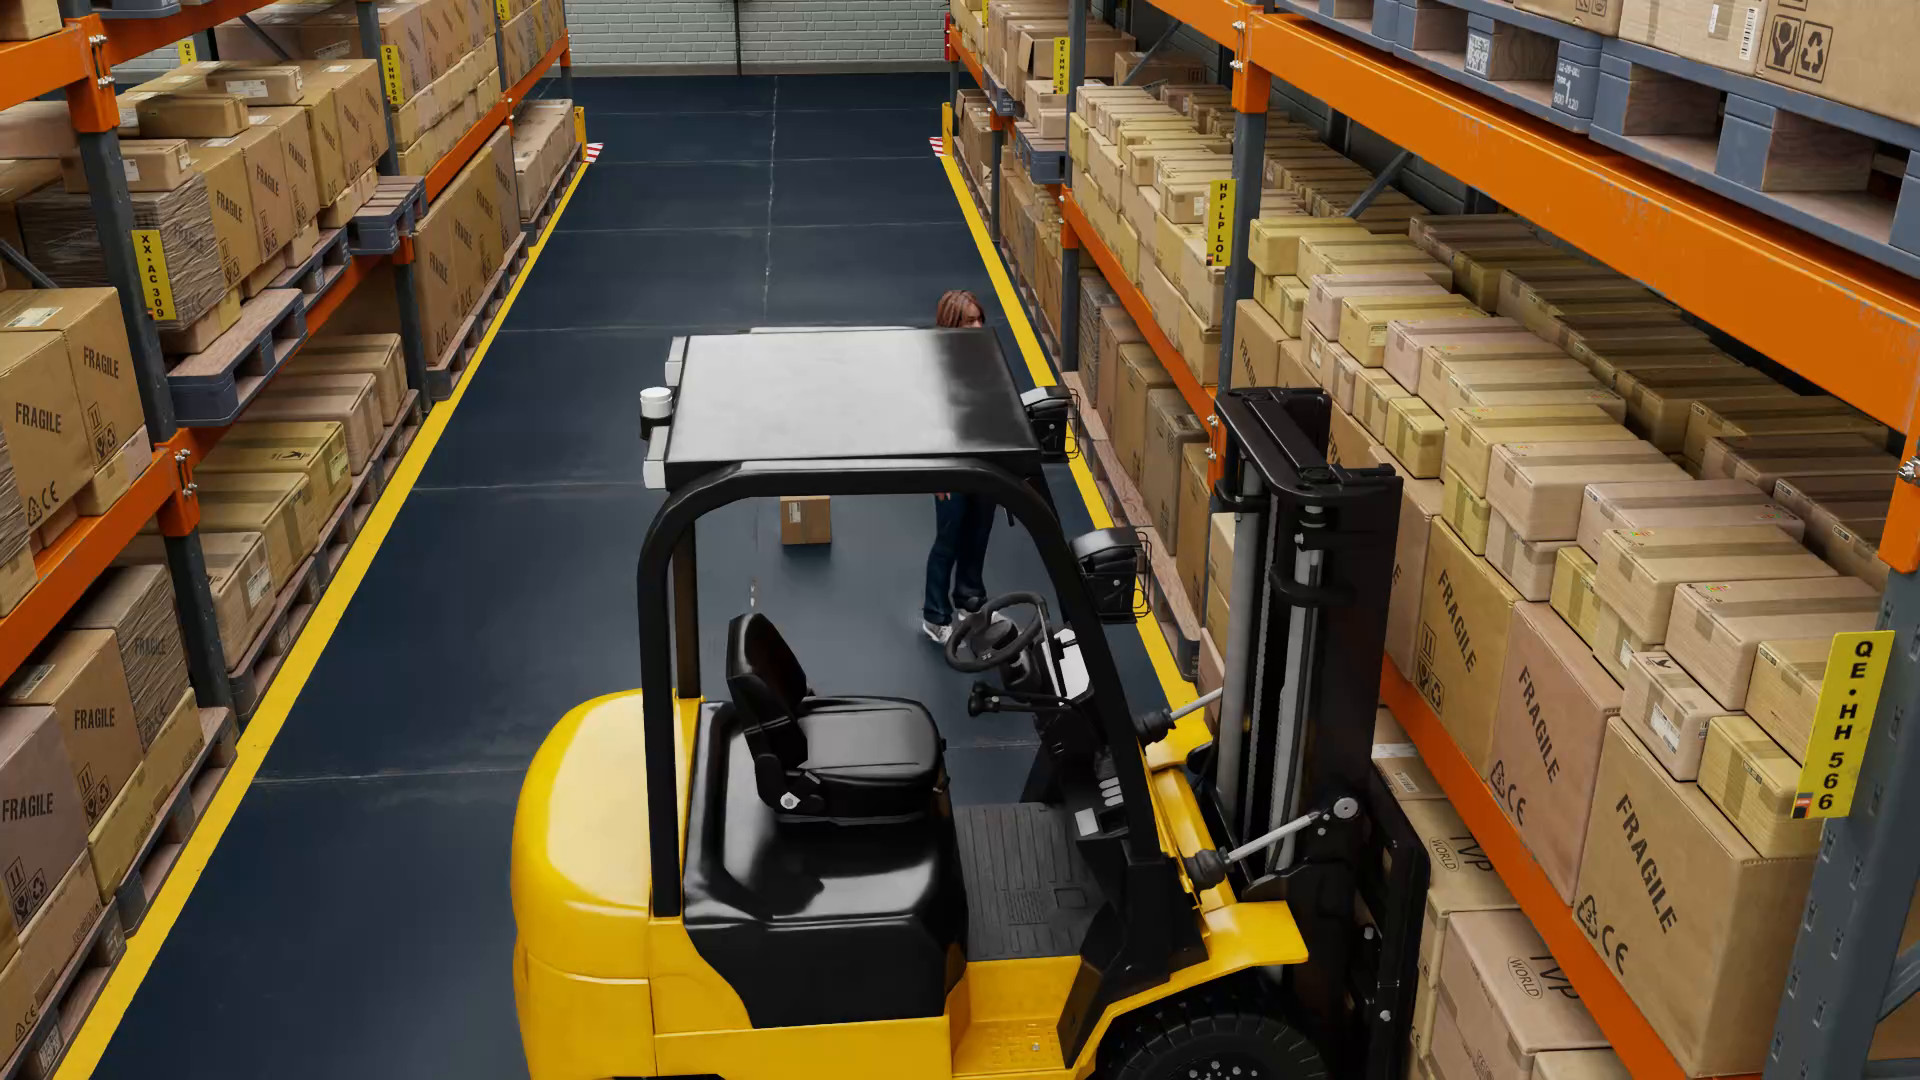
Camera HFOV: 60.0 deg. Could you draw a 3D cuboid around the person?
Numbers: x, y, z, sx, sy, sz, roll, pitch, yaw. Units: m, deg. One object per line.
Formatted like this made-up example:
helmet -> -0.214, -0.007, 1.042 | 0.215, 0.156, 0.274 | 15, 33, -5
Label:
person -> 0.035, -0.299, 7.316 | 0.334, 1.639, 0.413 | 17, 29, 33
